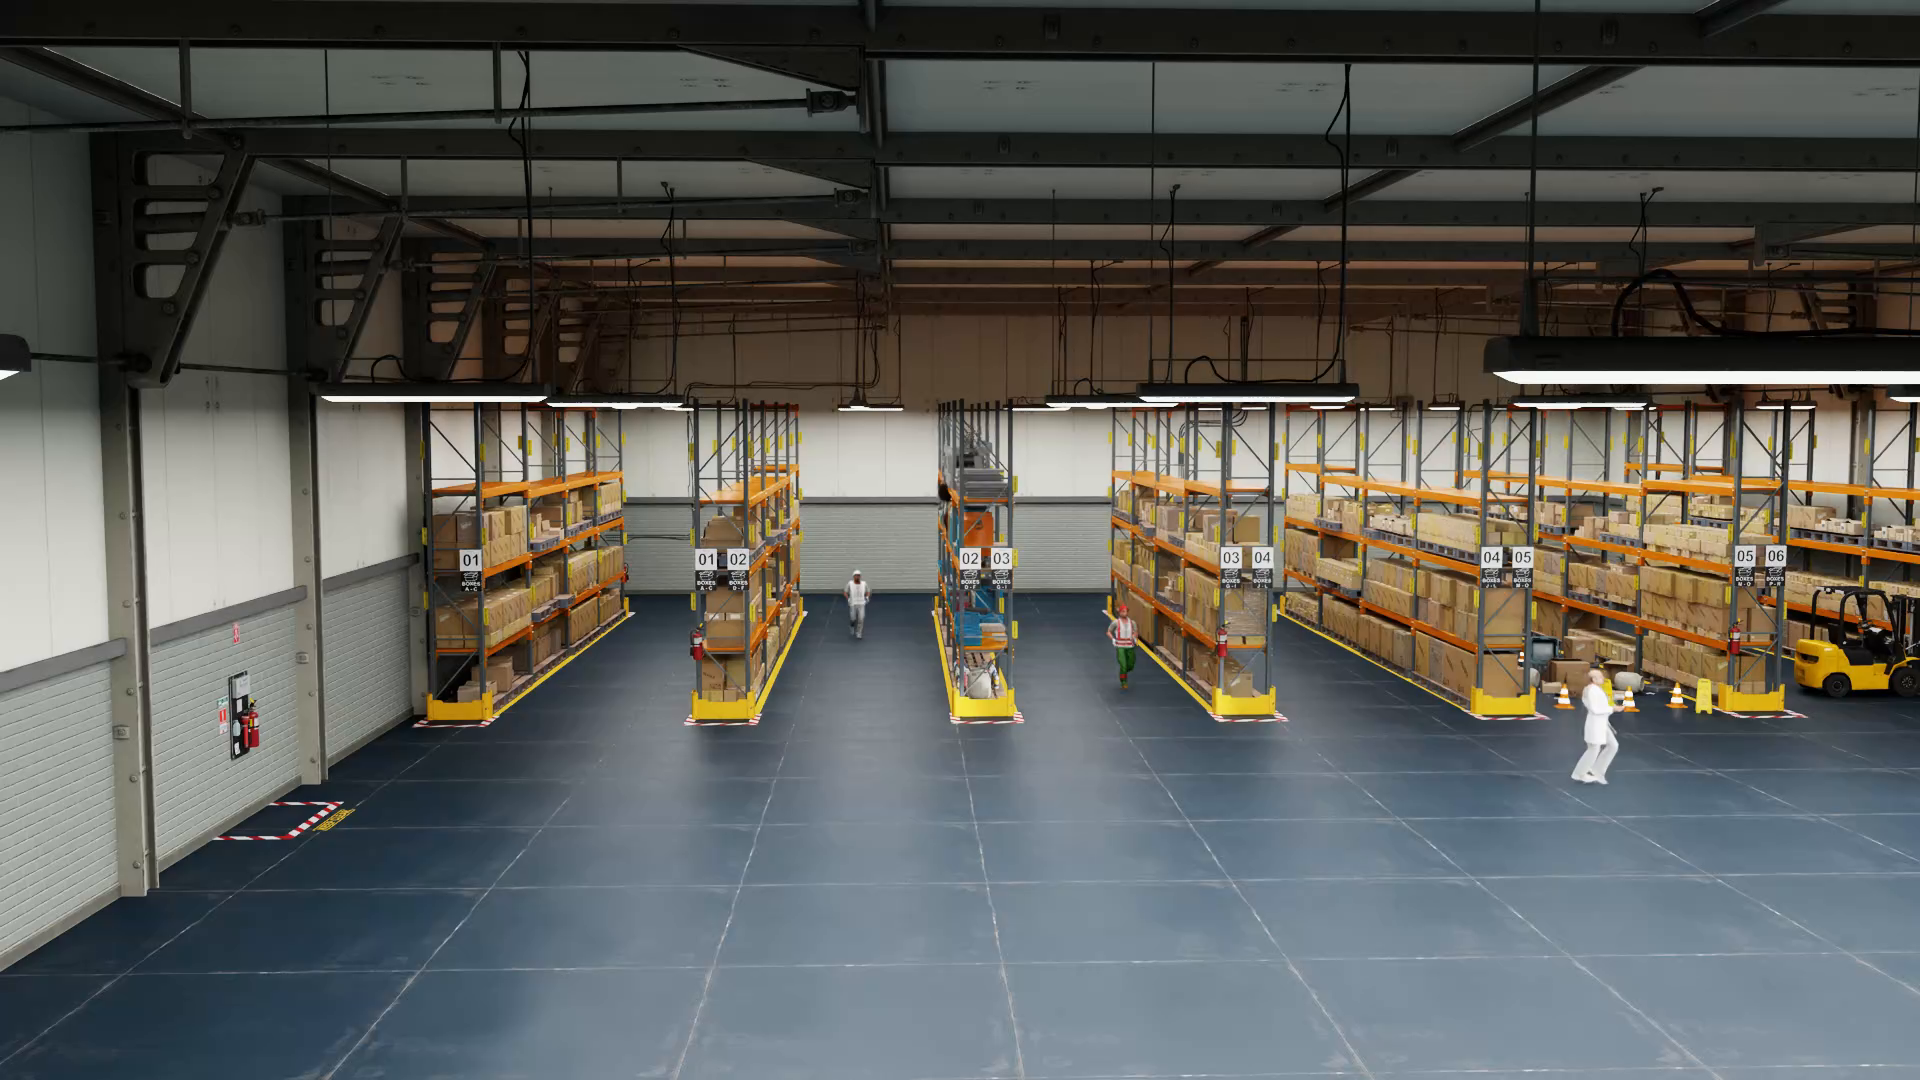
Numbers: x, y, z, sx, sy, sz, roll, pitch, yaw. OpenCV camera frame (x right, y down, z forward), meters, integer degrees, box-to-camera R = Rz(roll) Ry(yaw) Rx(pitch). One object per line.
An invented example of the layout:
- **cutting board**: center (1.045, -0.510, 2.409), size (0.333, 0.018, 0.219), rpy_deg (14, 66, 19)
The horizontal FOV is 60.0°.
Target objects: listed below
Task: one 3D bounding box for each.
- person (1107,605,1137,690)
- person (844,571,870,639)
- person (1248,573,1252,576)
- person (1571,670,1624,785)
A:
- **person**: center (3.399, 2.225, 34.608), size (0.659, 1.740, 0.698), rpy_deg (-1, 4, -13)
- **person**: center (-2.608, 1.642, 42.342), size (0.681, 1.733, 0.622), rpy_deg (-1, 4, -11)
- **person**: center (8.539, 1.201, 48.459), size (0.811, 1.694, 0.585), rpy_deg (-3, 5, -34)
- **person**: center (9.841, 2.901, 25.616), size (0.755, 1.814, 0.688), rpy_deg (3, 5, 31)
